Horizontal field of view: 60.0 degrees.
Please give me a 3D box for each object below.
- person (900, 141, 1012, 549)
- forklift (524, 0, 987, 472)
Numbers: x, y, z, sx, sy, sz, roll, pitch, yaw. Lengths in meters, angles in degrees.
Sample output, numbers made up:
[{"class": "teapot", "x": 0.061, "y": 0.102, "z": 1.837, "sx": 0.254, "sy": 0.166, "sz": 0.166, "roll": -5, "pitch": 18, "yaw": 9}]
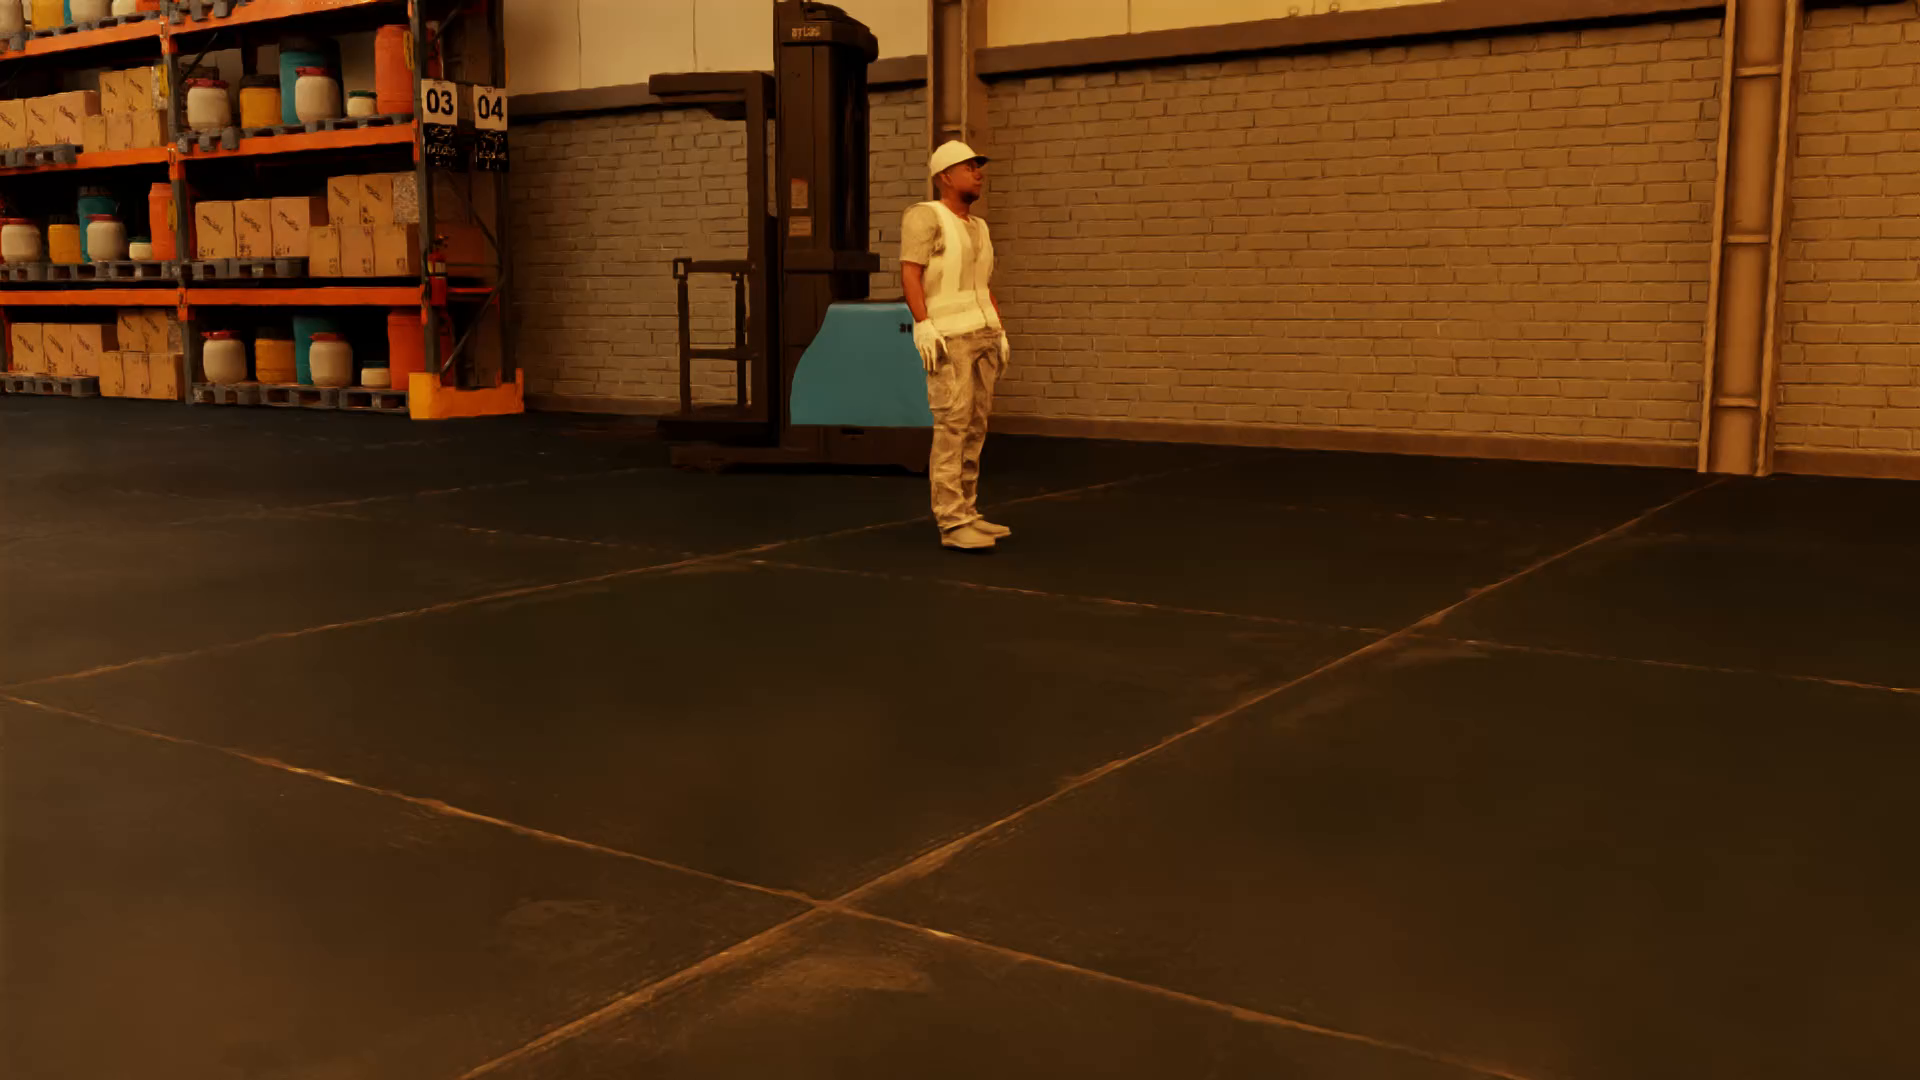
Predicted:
[{"class": "person", "x": 0.055, "y": -0.883, "z": 7.431, "sx": 0.576, "sy": 1.782, "sz": 0.655, "roll": 5, "pitch": 10, "yaw": 34}, {"class": "forklift", "x": -1.391, "y": -1.961, "z": 10.984, "sx": 3.031, "sy": 2.935, "sz": 1.130, "roll": 2, "pitch": 8, "yaw": 14}]
